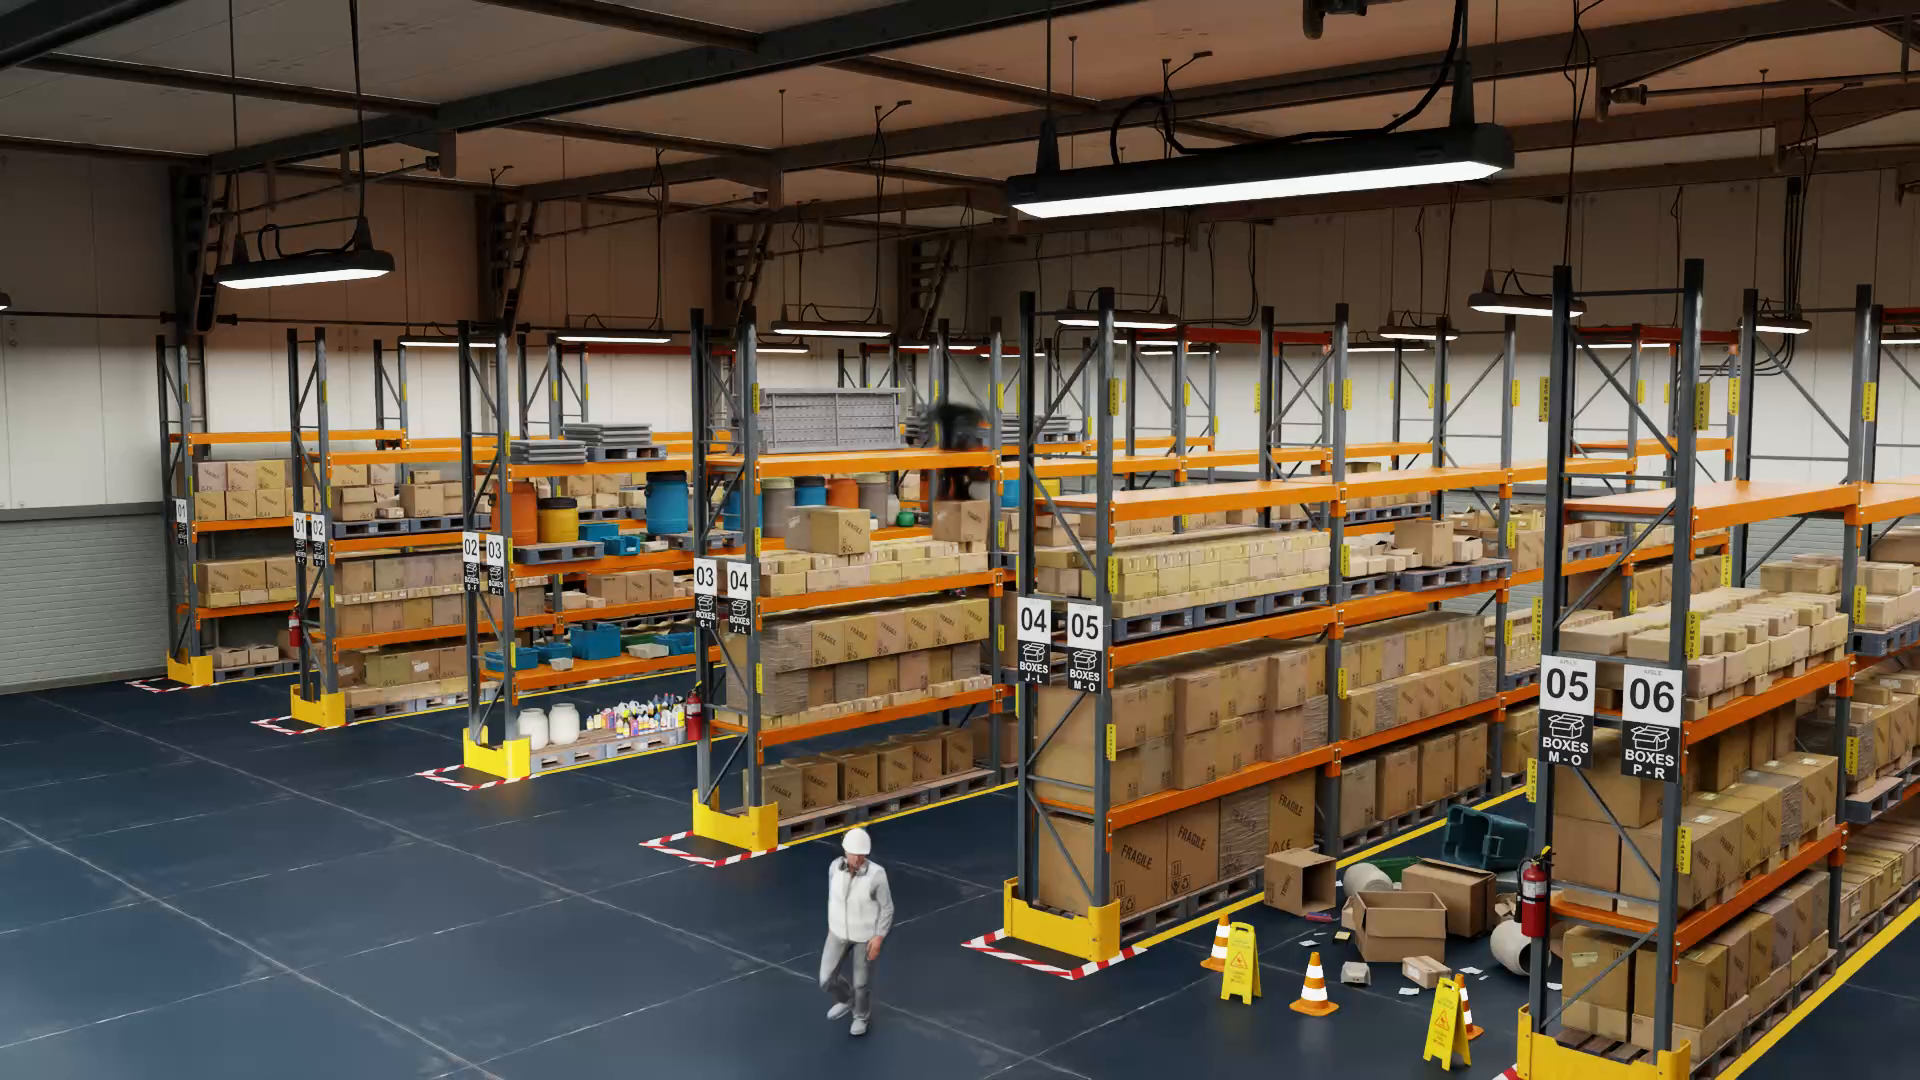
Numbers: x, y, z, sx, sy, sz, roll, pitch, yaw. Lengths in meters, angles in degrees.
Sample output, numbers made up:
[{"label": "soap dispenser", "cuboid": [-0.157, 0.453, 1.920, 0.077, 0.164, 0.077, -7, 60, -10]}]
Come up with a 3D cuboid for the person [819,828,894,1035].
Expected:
[{"label": "person", "cuboid": [-0.806, 3.081, 13.072, 0.659, 1.729, 0.635, 2, 6, 18]}]
